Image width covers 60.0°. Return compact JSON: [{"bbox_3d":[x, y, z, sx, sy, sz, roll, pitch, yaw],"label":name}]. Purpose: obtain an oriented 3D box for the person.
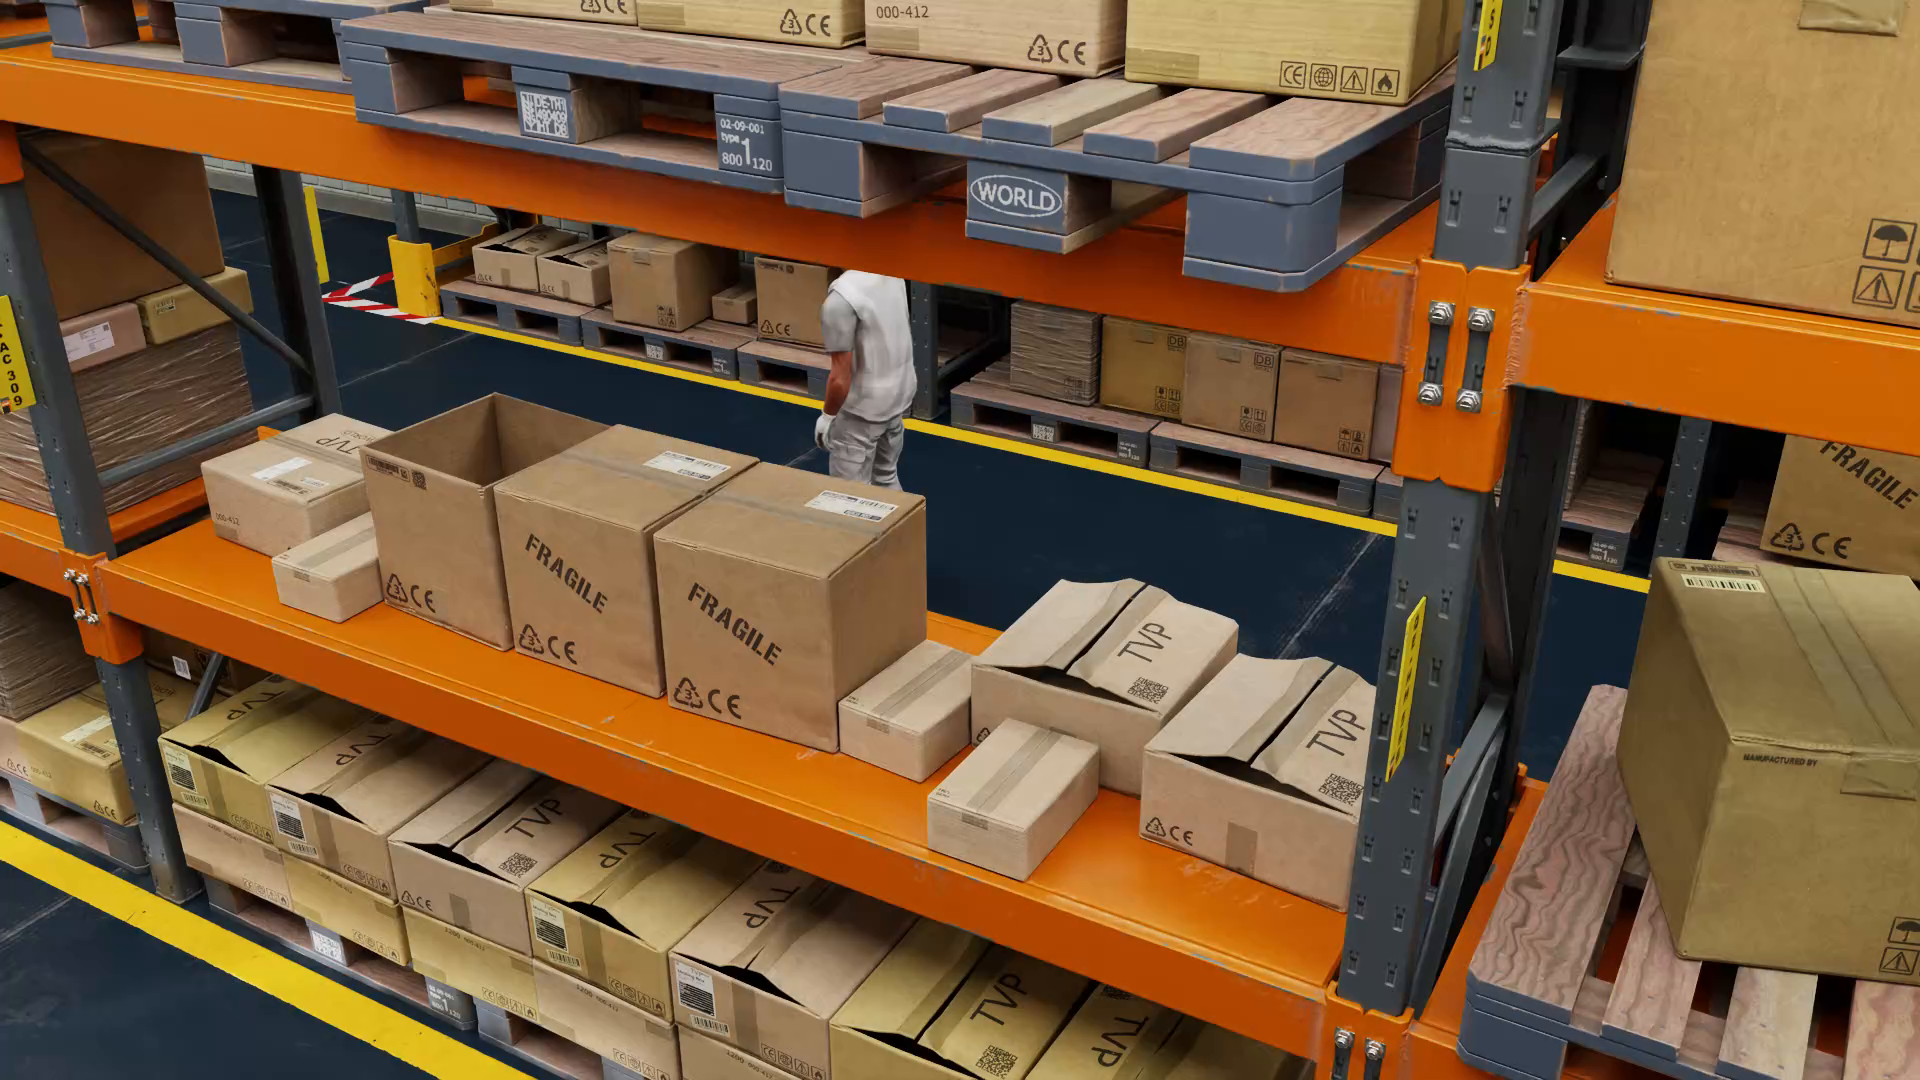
[{"bbox_3d":[-0.428,-0.600,7.311,0.449,1.779,0.609,14,30,27],"label":"person"}]
